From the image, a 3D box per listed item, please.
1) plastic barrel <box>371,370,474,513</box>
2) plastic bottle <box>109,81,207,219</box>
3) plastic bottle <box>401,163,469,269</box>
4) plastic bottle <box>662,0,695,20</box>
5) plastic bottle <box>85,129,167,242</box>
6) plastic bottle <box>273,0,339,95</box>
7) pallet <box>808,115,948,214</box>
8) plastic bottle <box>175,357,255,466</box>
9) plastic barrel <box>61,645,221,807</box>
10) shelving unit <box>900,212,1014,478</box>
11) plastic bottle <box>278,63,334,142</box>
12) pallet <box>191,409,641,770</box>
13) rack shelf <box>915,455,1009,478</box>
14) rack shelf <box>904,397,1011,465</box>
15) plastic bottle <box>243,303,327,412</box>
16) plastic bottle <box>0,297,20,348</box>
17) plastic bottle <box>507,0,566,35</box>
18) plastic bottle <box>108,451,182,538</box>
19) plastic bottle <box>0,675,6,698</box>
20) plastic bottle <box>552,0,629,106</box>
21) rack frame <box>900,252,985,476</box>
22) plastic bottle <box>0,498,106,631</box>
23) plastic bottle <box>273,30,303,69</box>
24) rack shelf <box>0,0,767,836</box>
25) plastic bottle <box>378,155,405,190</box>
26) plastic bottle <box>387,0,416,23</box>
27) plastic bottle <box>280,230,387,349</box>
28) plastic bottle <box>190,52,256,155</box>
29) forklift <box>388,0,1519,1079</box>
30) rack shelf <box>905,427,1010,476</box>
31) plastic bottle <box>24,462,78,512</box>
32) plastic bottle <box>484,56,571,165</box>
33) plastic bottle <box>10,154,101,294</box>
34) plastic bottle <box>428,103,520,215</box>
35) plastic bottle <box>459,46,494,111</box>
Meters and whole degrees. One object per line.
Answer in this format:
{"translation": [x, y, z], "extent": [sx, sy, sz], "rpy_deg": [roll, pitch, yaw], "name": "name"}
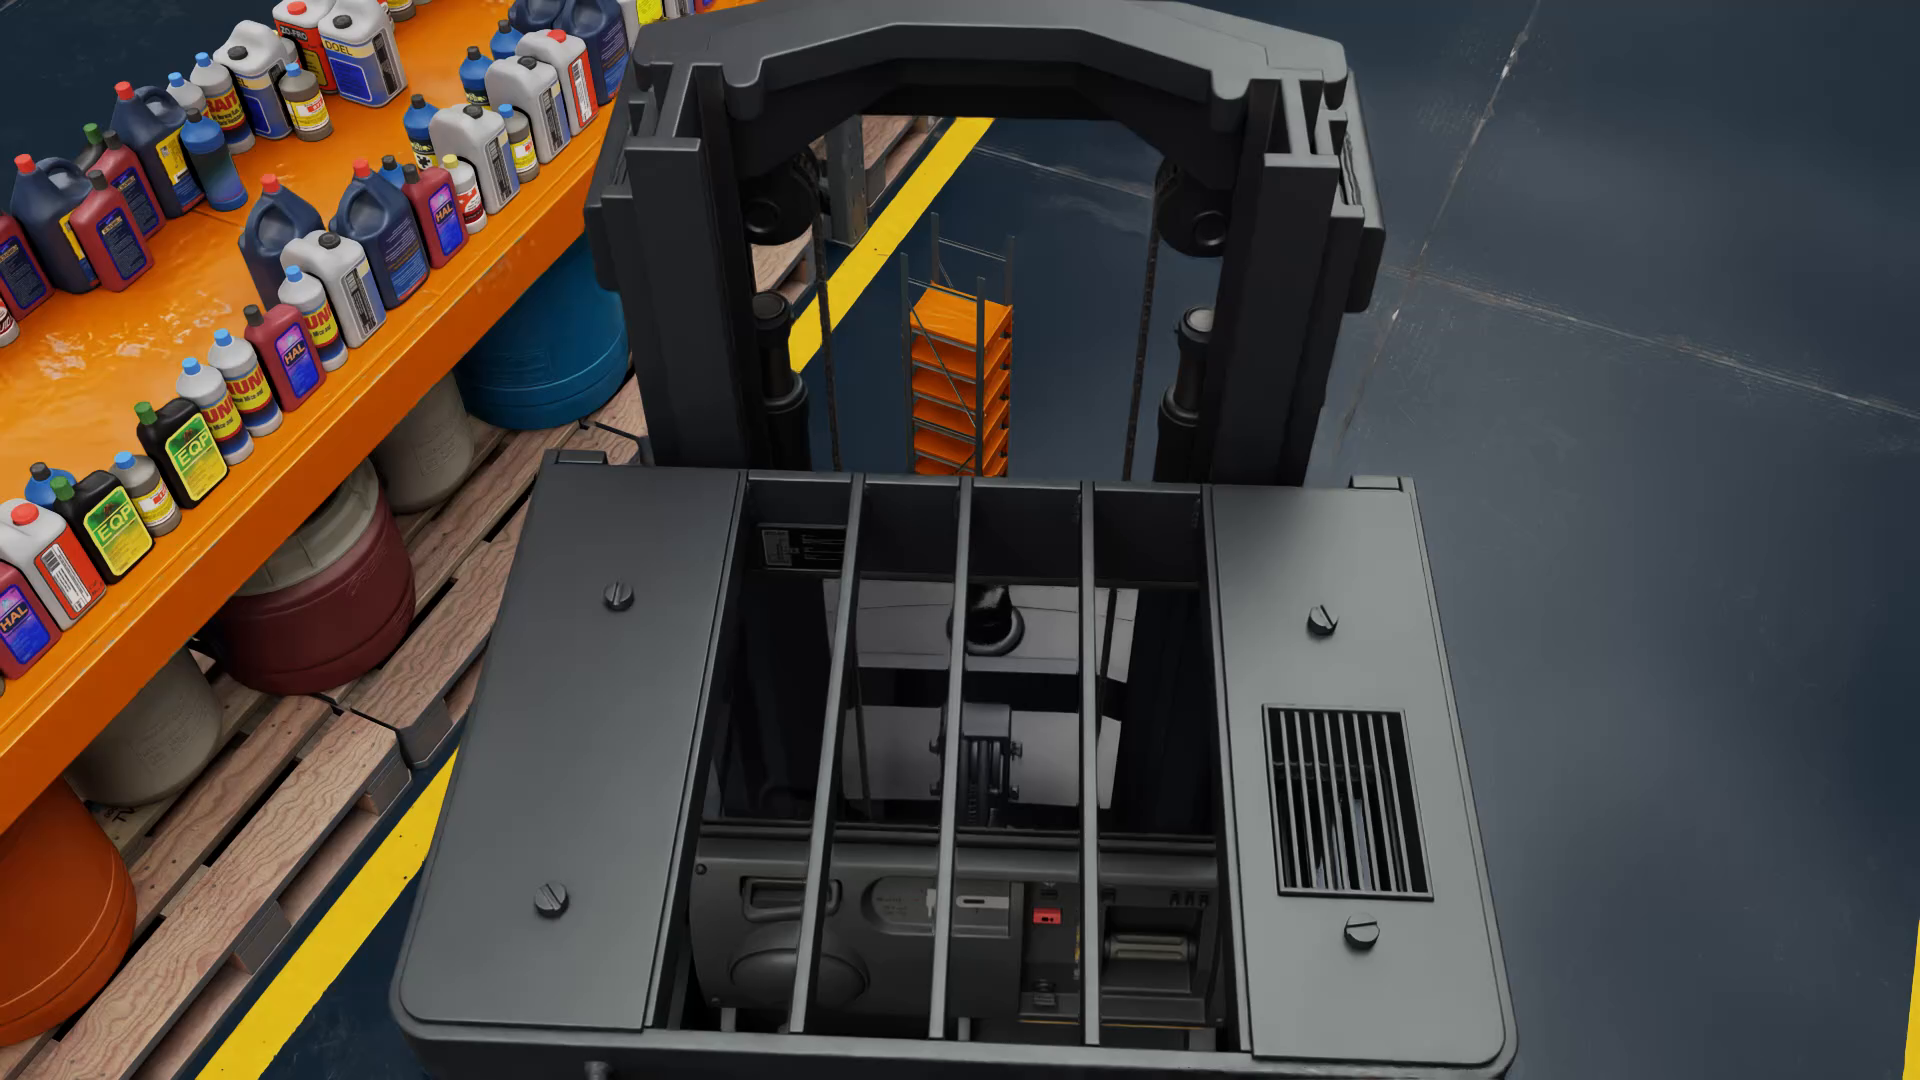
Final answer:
{"translation": [-1.694, -0.364, 4.948], "extent": [0.421, 0.512, 0.421], "rpy_deg": [0, 50, 0], "name": "plastic barrel"}
{"translation": [-2.013, -1.000, 4.164], "extent": [0.144, 0.351, 0.185], "rpy_deg": [20, 52, 16], "name": "plastic bottle"}
{"translation": [-1.283, -0.811, 4.047], "extent": [0.061, 0.283, 0.133], "rpy_deg": [20, 52, 16], "name": "plastic bottle"}
{"translation": [-0.854, -1.582, 4.708], "extent": [0.152, 0.276, 0.135], "rpy_deg": [20, 52, 16], "name": "plastic bottle"}
{"translation": [-2.064, -0.862, 4.091], "extent": [0.061, 0.283, 0.133], "rpy_deg": [20, 52, 16], "name": "plastic bottle"}
{"translation": [-1.759, -1.378, 4.534], "extent": [0.152, 0.276, 0.135], "rpy_deg": [20, 52, 16], "name": "plastic bottle"}
{"translation": [-0.542, -1.866, 6.699], "extent": [1.003, 0.211, 1.213], "rpy_deg": [20, 52, 16], "name": "pallet"}
{"translation": [-1.626, -0.288, 3.610], "extent": [0.097, 0.271, 0.097], "rpy_deg": [0, 50, 0], "name": "plastic bottle"}
{"translation": [-2.176, 0.414, 4.286], "extent": [0.421, 0.512, 0.421], "rpy_deg": [0, 50, 0], "name": "plastic barrel"}
{"translation": [-0.006, -0.379, 4.785], "extent": [0.258, 1.200, 0.189], "rpy_deg": [20, 52, 16], "name": "shelving unit"}
{"translation": [-1.737, -1.166, 4.403], "extent": [0.097, 0.201, 0.097], "rpy_deg": [0, 50, 0], "name": "plastic bottle"}
{"translation": [-1.709, 0.014, 5.099], "extent": [1.003, 0.211, 1.213], "rpy_deg": [20, 52, 16], "name": "pallet"}
{"translation": [-0.006, -0.195, 5.001], "extent": [0.258, 0.103, 0.180], "rpy_deg": [20, 52, 16], "name": "rack shelf"}
{"translation": [-0.006, -0.350, 4.818], "extent": [0.258, 0.103, 0.180], "rpy_deg": [20, 52, 16], "name": "rack shelf"}
{"translation": [-1.518, -0.432, 3.725], "extent": [0.061, 0.283, 0.133], "rpy_deg": [20, 52, 16], "name": "plastic bottle"}
{"translation": [-2.288, -0.551, 3.880], "extent": [0.097, 0.201, 0.097], "rpy_deg": [0, 50, 0], "name": "plastic bottle"}
{"translation": [-1.127, -1.415, 4.517], "extent": [0.144, 0.351, 0.185], "rpy_deg": [20, 52, 16], "name": "plastic bottle"}
{"translation": [-1.724, -0.106, 3.501], "extent": [0.097, 0.201, 0.097], "rpy_deg": [0, 50, 0], "name": "plastic bottle"}
{"translation": [-1.937, 0.237, 3.209], "extent": [0.097, 0.201, 0.097], "rpy_deg": [0, 50, 0], "name": "plastic bottle"}
{"translation": [-0.997, -1.368, 4.477], "extent": [0.144, 0.351, 0.185], "rpy_deg": [20, 52, 16], "name": "plastic bottle"}
{"translation": [-0.045, -0.316, 4.731], "extent": [0.240, 1.200, 0.006], "rpy_deg": [20, 52, 16], "name": "rack frame"}
{"translation": [-1.855, 0.033, 3.334], "extent": [0.152, 0.276, 0.135], "rpy_deg": [20, 52, 16], "name": "plastic bottle"}
{"translation": [-1.833, -1.283, 4.502], "extent": [0.097, 0.201, 0.097], "rpy_deg": [0, 50, 0], "name": "plastic bottle"}
{"translation": [-1.676, -0.640, 4.298], "extent": [1.077, 0.370, 4.000], "rpy_deg": [20, 52, 16], "name": "rack shelf"}
{"translation": [-1.362, -0.820, 4.063], "extent": [0.097, 0.271, 0.097], "rpy_deg": [0, 50, 0], "name": "plastic bottle"}
{"translation": [-1.636, -1.601, 4.774], "extent": [0.097, 0.201, 0.097], "rpy_deg": [0, 50, 0], "name": "plastic bottle"}
{"translation": [-1.461, -0.604, 3.876], "extent": [0.152, 0.276, 0.135], "rpy_deg": [20, 52, 16], "name": "plastic bottle"}
{"translation": [-1.932, -1.146, 4.340], "extent": [0.097, 0.271, 0.097], "rpy_deg": [0, 50, 0], "name": "plastic bottle"}
{"translation": [0.007, 0.802, 2.643], "extent": [1.130, 2.935, 3.031], "rpy_deg": [2, 50, 2], "name": "forklift"}
{"translation": [-0.006, -0.272, 4.910], "extent": [0.258, 0.103, 0.180], "rpy_deg": [20, 52, 16], "name": "rack shelf"}
{"translation": [-1.836, -0.057, 3.413], "extent": [0.097, 0.271, 0.097], "rpy_deg": [0, 50, 0], "name": "plastic bottle"}
{"translation": [-1.126, -1.142, 4.334], "extent": [0.152, 0.276, 0.135], "rpy_deg": [20, 52, 16], "name": "plastic bottle"}
{"translation": [-2.149, -0.781, 3.977], "extent": [0.144, 0.351, 0.185], "rpy_deg": [20, 52, 16], "name": "plastic bottle"}
{"translation": [-1.226, -0.983, 4.198], "extent": [0.152, 0.276, 0.135], "rpy_deg": [20, 52, 16], "name": "plastic bottle"}
{"translation": [-1.247, -1.169, 4.359], "extent": [0.097, 0.271, 0.097], "rpy_deg": [0, 50, 0], "name": "plastic bottle"}
